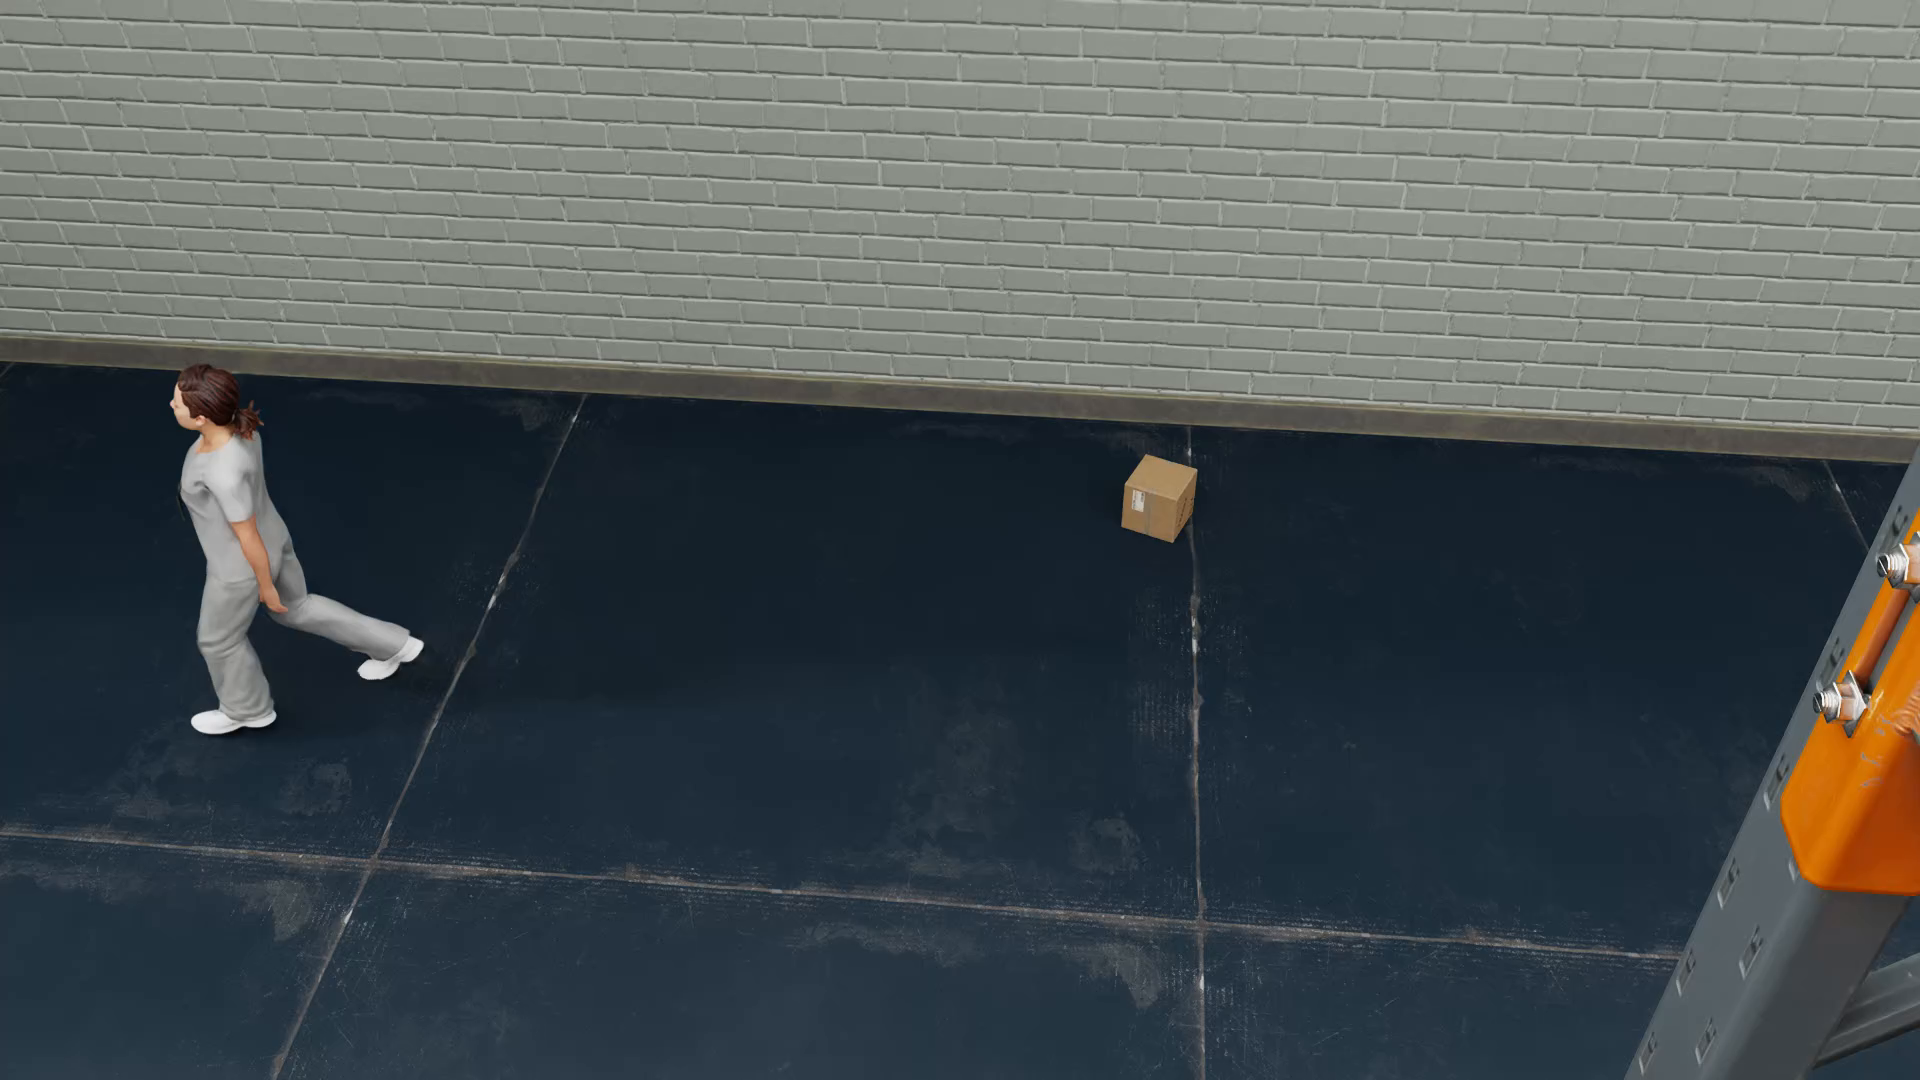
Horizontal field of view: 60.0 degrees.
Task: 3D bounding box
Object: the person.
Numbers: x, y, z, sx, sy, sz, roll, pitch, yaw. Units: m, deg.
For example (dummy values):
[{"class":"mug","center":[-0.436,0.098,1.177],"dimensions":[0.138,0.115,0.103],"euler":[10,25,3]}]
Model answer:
[{"class":"person","center":[-2.565,0.037,6.108],"dimensions":[0.907,1.635,0.446],"euler":[-5,40,-6]}]
